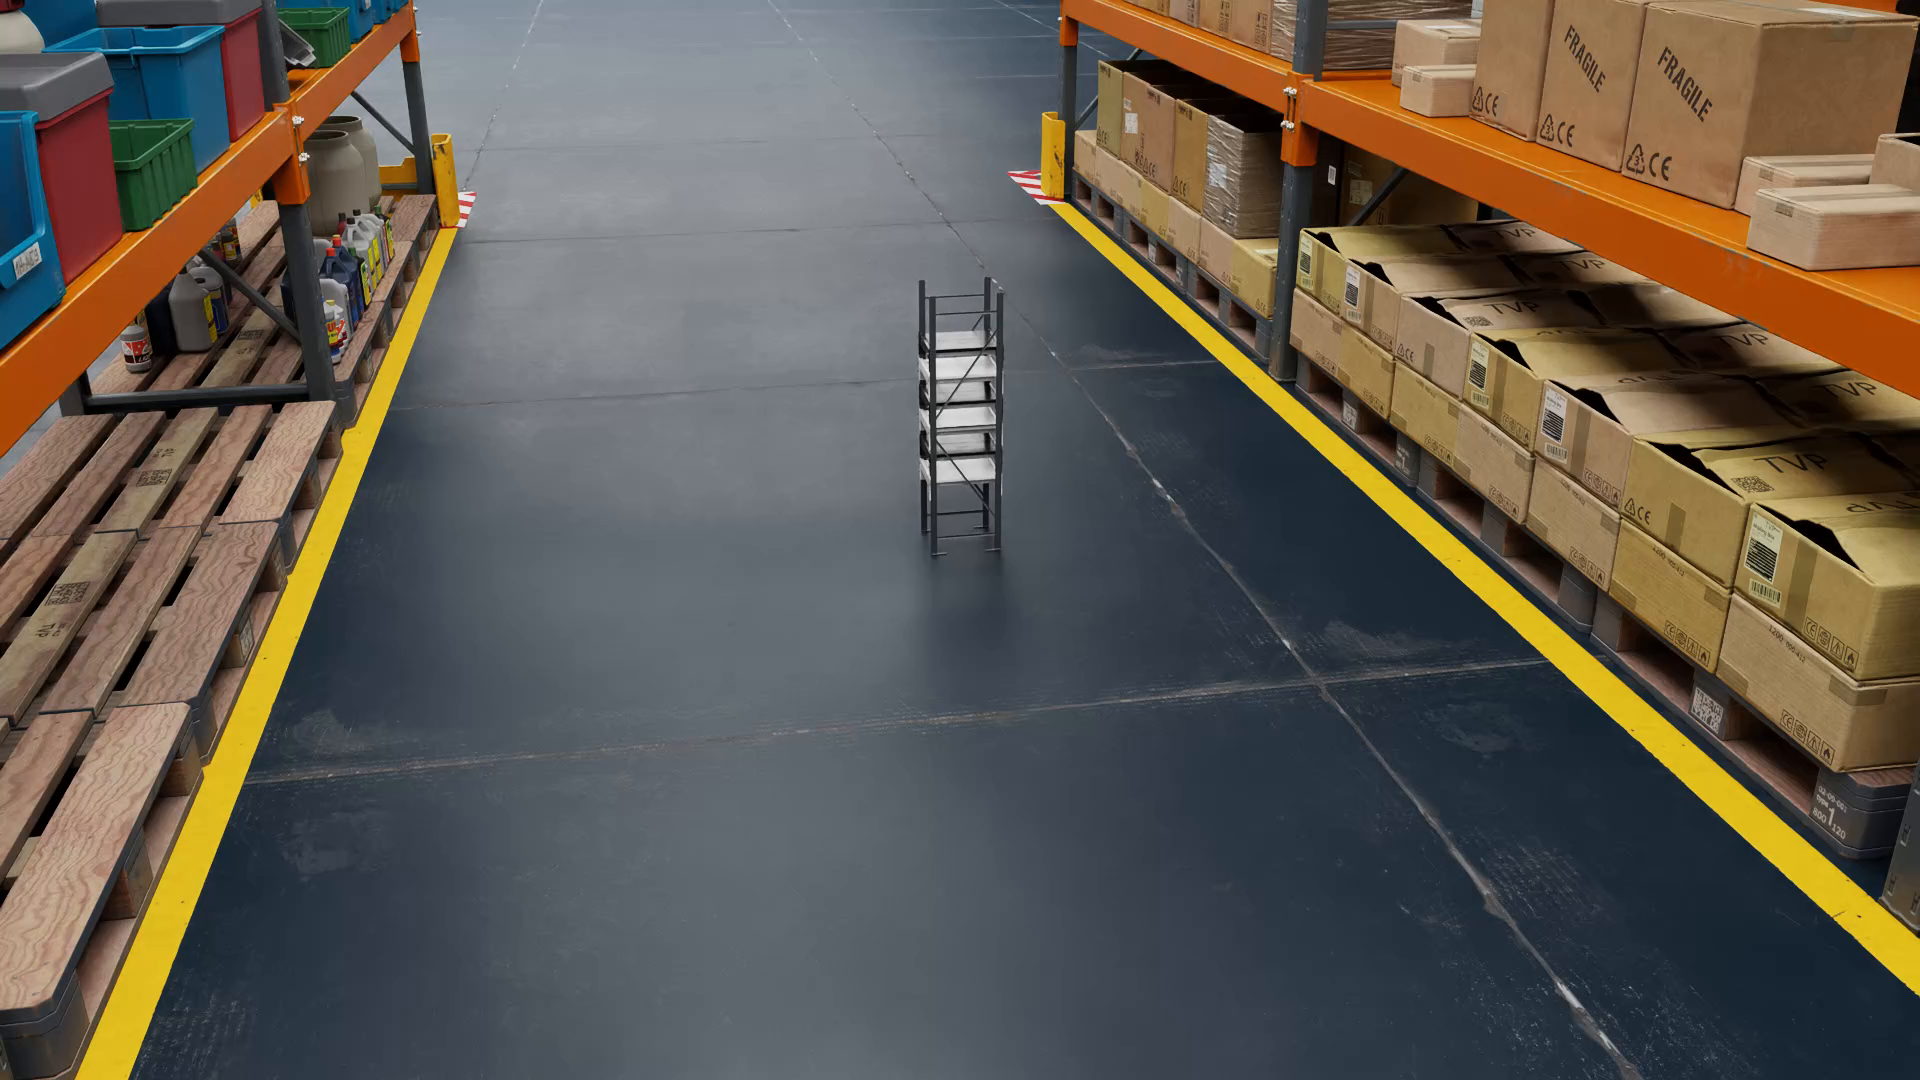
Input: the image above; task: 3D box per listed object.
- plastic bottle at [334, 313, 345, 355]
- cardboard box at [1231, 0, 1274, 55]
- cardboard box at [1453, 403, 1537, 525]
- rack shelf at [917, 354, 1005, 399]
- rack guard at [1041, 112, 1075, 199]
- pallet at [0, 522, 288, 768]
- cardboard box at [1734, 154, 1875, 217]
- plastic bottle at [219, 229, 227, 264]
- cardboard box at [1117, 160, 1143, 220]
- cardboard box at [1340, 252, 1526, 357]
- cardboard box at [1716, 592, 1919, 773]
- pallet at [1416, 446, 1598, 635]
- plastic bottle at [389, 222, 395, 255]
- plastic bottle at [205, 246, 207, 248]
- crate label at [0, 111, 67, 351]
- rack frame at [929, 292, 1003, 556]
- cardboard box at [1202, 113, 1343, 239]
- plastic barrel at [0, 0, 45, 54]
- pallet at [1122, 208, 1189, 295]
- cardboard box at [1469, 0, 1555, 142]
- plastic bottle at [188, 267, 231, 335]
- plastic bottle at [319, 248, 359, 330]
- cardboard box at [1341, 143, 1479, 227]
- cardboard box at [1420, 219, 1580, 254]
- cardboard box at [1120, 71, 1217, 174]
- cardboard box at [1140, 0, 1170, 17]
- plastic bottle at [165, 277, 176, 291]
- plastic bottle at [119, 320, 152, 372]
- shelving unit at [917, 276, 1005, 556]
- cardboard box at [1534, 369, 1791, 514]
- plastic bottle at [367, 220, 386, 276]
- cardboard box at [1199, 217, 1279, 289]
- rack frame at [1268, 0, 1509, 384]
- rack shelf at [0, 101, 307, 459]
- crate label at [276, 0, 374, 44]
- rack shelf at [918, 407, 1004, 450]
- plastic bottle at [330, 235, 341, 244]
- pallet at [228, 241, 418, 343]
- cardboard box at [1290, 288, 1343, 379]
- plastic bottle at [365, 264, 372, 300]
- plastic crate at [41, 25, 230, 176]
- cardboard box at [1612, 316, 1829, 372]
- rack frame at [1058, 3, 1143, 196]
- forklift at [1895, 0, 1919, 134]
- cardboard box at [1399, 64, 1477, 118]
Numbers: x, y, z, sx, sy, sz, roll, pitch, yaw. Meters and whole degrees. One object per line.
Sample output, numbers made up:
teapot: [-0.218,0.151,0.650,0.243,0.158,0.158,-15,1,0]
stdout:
plastic bottle: [-2.636,-0.875,6.953,0.097,0.201,0.097,0,24,0]
cardboard box: [1.687,-2.550,7.716,0.700,0.500,0.500,-5,24,-10]
cardboard box: [1.995,-0.274,5.540,0.500,0.250,0.500,-4,24,-9]
rack shelf: [0.001,-0.544,5.504,0.258,0.077,0.200,-4,24,-10]
rack guard: [1.135,-2.561,10.988,1.175,0.500,0.348,-4,24,-10]
pallet: [-2.577,0.307,4.784,1.003,0.211,1.213,-4,24,-10]
cardboard box: [2.328,-0.932,4.451,0.380,0.149,0.250,-3,24,-6]
plastic bottle: [-3.676,-1.462,8.193,0.061,0.283,0.133,-4,24,-9]
cardboard box: [1.208,-2.009,9.512,0.500,0.250,0.500,-4,24,-10]
cardboard box: [1.798,-0.934,6.352,0.500,0.311,0.500,-5,24,-10]
cardboard box: [2.282,0.329,4.160,0.500,0.250,0.500,-4,24,-8]
pallet: [2.283,-0.078,5.664,1.003,0.211,1.213,-4,24,-10]
plastic bottle: [-2.959,-1.561,8.523,0.097,0.201,0.097,0,24,0]
plastic bottle: [-3.581,-1.293,7.821,0.097,0.271,0.097,0,24,0]
crate label: [-2.168,-0.612,3.359,0.502,0.435,0.616,-4,24,-10]
rack frame: [0.020,-0.369,5.471,0.240,0.900,0.006,-4,24,-10]
cardboard box: [1.498,-1.763,8.013,0.500,0.500,0.500,-4,24,-10]
plastic barrel: [-3.028,-1.428,5.102,0.433,0.535,0.433,0,24,0]
pallet: [1.544,-1.642,9.246,1.003,0.211,1.213,-4,24,-10]
cardboard box: [2.103,-1.659,5.675,0.500,0.500,0.500,-3,24,-6]
plastic bottle: [-3.286,-1.040,7.237,0.152,0.276,0.135,-4,24,-10]
plastic bottle: [-2.731,-1.094,7.267,0.144,0.351,0.185,-4,24,-8]
cardboard box: [2.101,-1.605,7.651,0.500,0.500,0.500,-4,24,-10]
cardboard box: [2.236,-1.175,6.902,0.500,0.311,0.500,-4,24,-10]
cardboard box: [1.220,-2.353,9.364,0.500,0.500,0.500,-4,24,-10]
cardboard box: [1.401,-3.156,9.103,0.700,0.500,0.500,-4,24,-9]
plastic bottle: [-3.427,-1.053,7.174,0.144,0.351,0.185,-6,24,-12]
plastic bottle: [-3.363,-0.797,6.774,0.097,0.201,0.097,0,24,0]
shelving unit: [0.001,-0.409,5.563,0.258,0.900,0.210,-4,24,-10]
cardboard box: [2.087,-0.330,4.968,0.500,0.311,0.500,-4,24,-10]
plastic bottle: [-2.913,-1.439,8.151,0.152,0.276,0.135,-5,24,-11]
cardboard box: [1.496,-1.419,8.163,0.500,0.250,0.500,-4,24,-10]
rack frame: [1.879,-2.123,6.864,1.000,3.000,0.127,-4,24,-10]
rack shelf: [-2.619,-0.642,4.371,1.077,0.370,4.000,-4,24,-10]
crate label: [-3.123,-2.644,8.012,0.502,0.435,0.616,-4,24,-10]
rack shelf: [0.001,-0.379,5.576,0.258,0.077,0.200,-4,24,-10]
plastic bottle: [-3.032,-1.389,8.128,0.097,0.201,0.097,0,24,0]
pallet: [-3.302,-1.228,8.299,1.003,0.211,1.213,-4,24,-10]
cardboard box: [1.710,-0.879,6.925,0.500,0.250,0.500,-5,24,-11]
plastic bottle: [-2.795,-1.213,7.726,0.097,0.201,0.097,0,24,0]
plastic crate: [-2.480,-1.340,5.090,0.392,0.384,0.575,-4,24,-10]
cardboard box: [2.518,-0.576,5.531,0.500,0.311,0.500,-5,24,-10]
rack frame: [1.140,-3.697,10.466,1.000,3.000,0.127,-4,24,-10]
forklift: [4.689,-2.043,6.767,1.130,2.935,3.031,-20,31,-39]
cardboard box: [1.842,-1.645,6.082,0.380,0.149,0.250,-4,24,-10]
